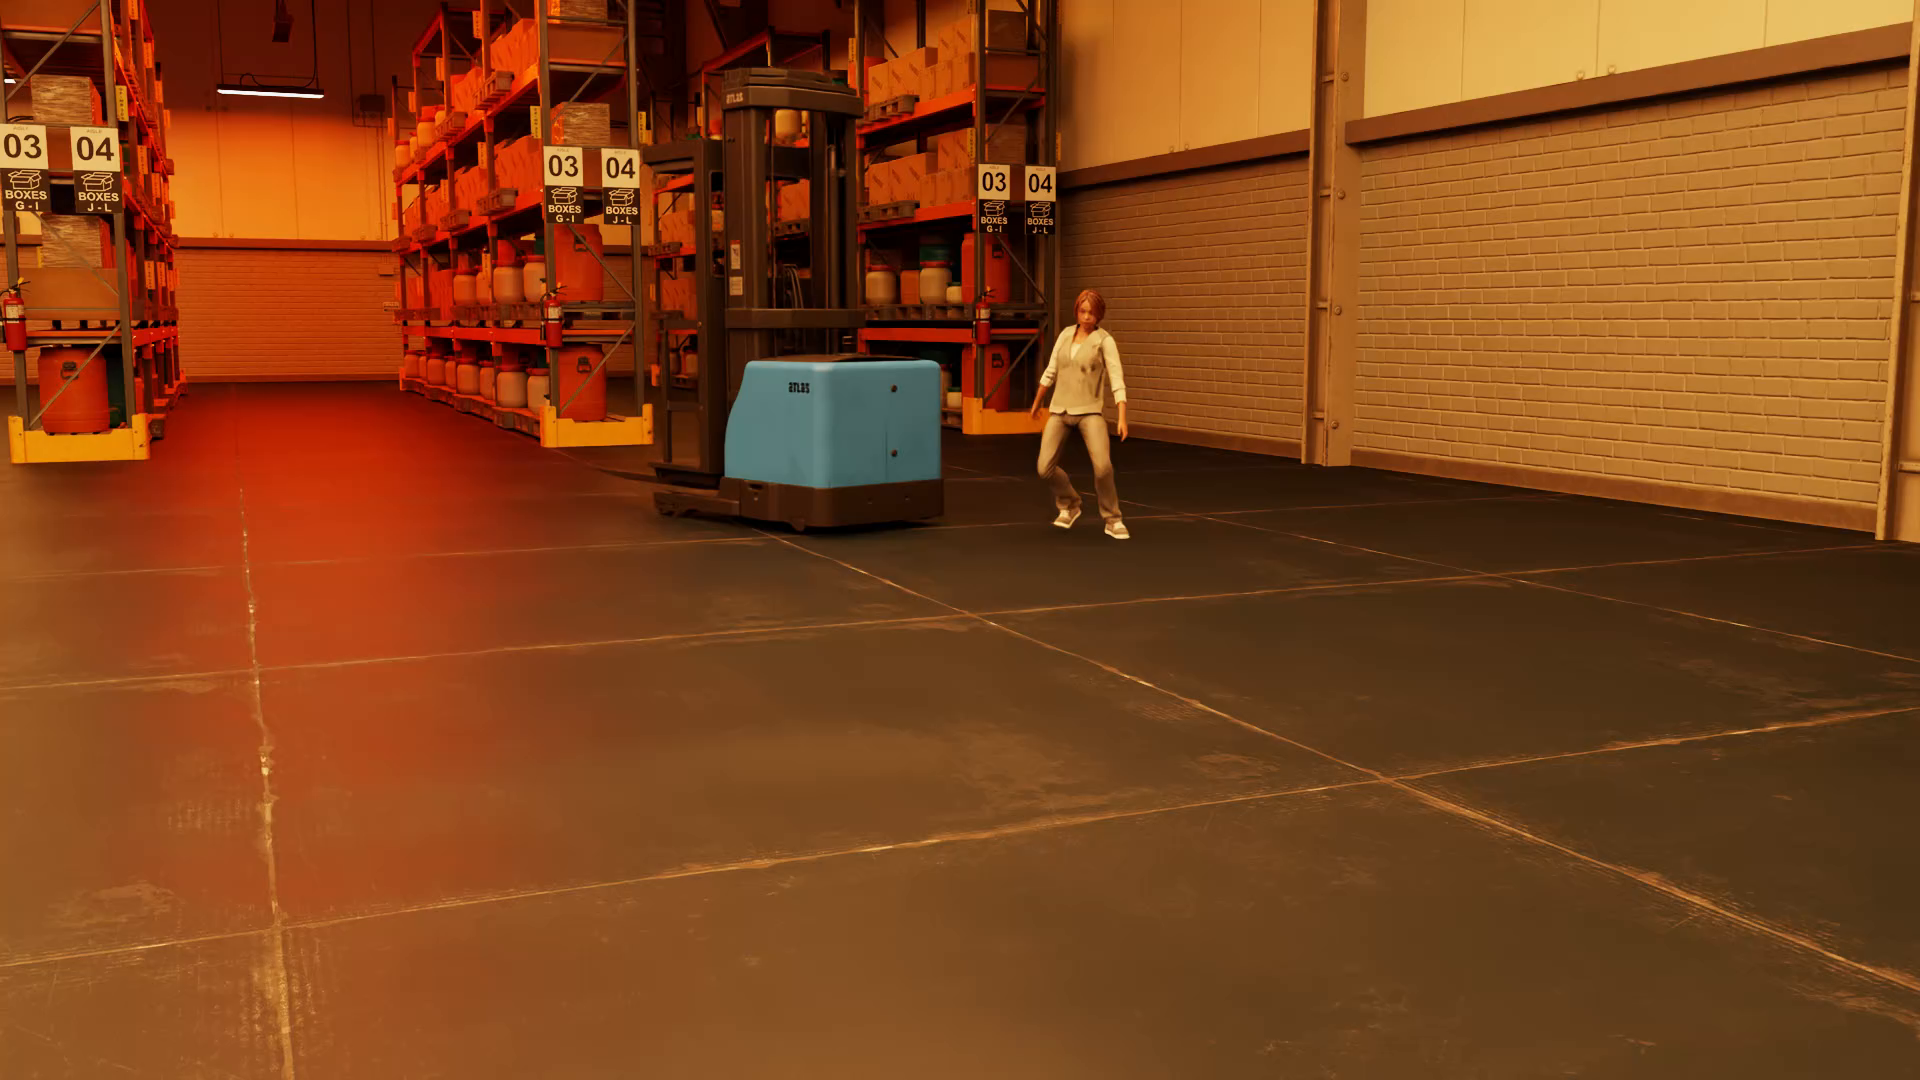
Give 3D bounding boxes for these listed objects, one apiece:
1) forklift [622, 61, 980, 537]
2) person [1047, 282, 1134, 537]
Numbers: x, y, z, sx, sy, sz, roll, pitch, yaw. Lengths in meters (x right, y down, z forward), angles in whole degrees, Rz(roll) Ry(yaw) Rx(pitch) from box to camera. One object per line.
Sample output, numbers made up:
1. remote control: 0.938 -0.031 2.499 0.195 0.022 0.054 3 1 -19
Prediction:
1. forklift: -1.231 -1.613 11.176 1.130 2.935 3.031 -7 10 -41
2. person: 0.818 -0.821 10.433 0.716 1.566 0.367 5 9 36
